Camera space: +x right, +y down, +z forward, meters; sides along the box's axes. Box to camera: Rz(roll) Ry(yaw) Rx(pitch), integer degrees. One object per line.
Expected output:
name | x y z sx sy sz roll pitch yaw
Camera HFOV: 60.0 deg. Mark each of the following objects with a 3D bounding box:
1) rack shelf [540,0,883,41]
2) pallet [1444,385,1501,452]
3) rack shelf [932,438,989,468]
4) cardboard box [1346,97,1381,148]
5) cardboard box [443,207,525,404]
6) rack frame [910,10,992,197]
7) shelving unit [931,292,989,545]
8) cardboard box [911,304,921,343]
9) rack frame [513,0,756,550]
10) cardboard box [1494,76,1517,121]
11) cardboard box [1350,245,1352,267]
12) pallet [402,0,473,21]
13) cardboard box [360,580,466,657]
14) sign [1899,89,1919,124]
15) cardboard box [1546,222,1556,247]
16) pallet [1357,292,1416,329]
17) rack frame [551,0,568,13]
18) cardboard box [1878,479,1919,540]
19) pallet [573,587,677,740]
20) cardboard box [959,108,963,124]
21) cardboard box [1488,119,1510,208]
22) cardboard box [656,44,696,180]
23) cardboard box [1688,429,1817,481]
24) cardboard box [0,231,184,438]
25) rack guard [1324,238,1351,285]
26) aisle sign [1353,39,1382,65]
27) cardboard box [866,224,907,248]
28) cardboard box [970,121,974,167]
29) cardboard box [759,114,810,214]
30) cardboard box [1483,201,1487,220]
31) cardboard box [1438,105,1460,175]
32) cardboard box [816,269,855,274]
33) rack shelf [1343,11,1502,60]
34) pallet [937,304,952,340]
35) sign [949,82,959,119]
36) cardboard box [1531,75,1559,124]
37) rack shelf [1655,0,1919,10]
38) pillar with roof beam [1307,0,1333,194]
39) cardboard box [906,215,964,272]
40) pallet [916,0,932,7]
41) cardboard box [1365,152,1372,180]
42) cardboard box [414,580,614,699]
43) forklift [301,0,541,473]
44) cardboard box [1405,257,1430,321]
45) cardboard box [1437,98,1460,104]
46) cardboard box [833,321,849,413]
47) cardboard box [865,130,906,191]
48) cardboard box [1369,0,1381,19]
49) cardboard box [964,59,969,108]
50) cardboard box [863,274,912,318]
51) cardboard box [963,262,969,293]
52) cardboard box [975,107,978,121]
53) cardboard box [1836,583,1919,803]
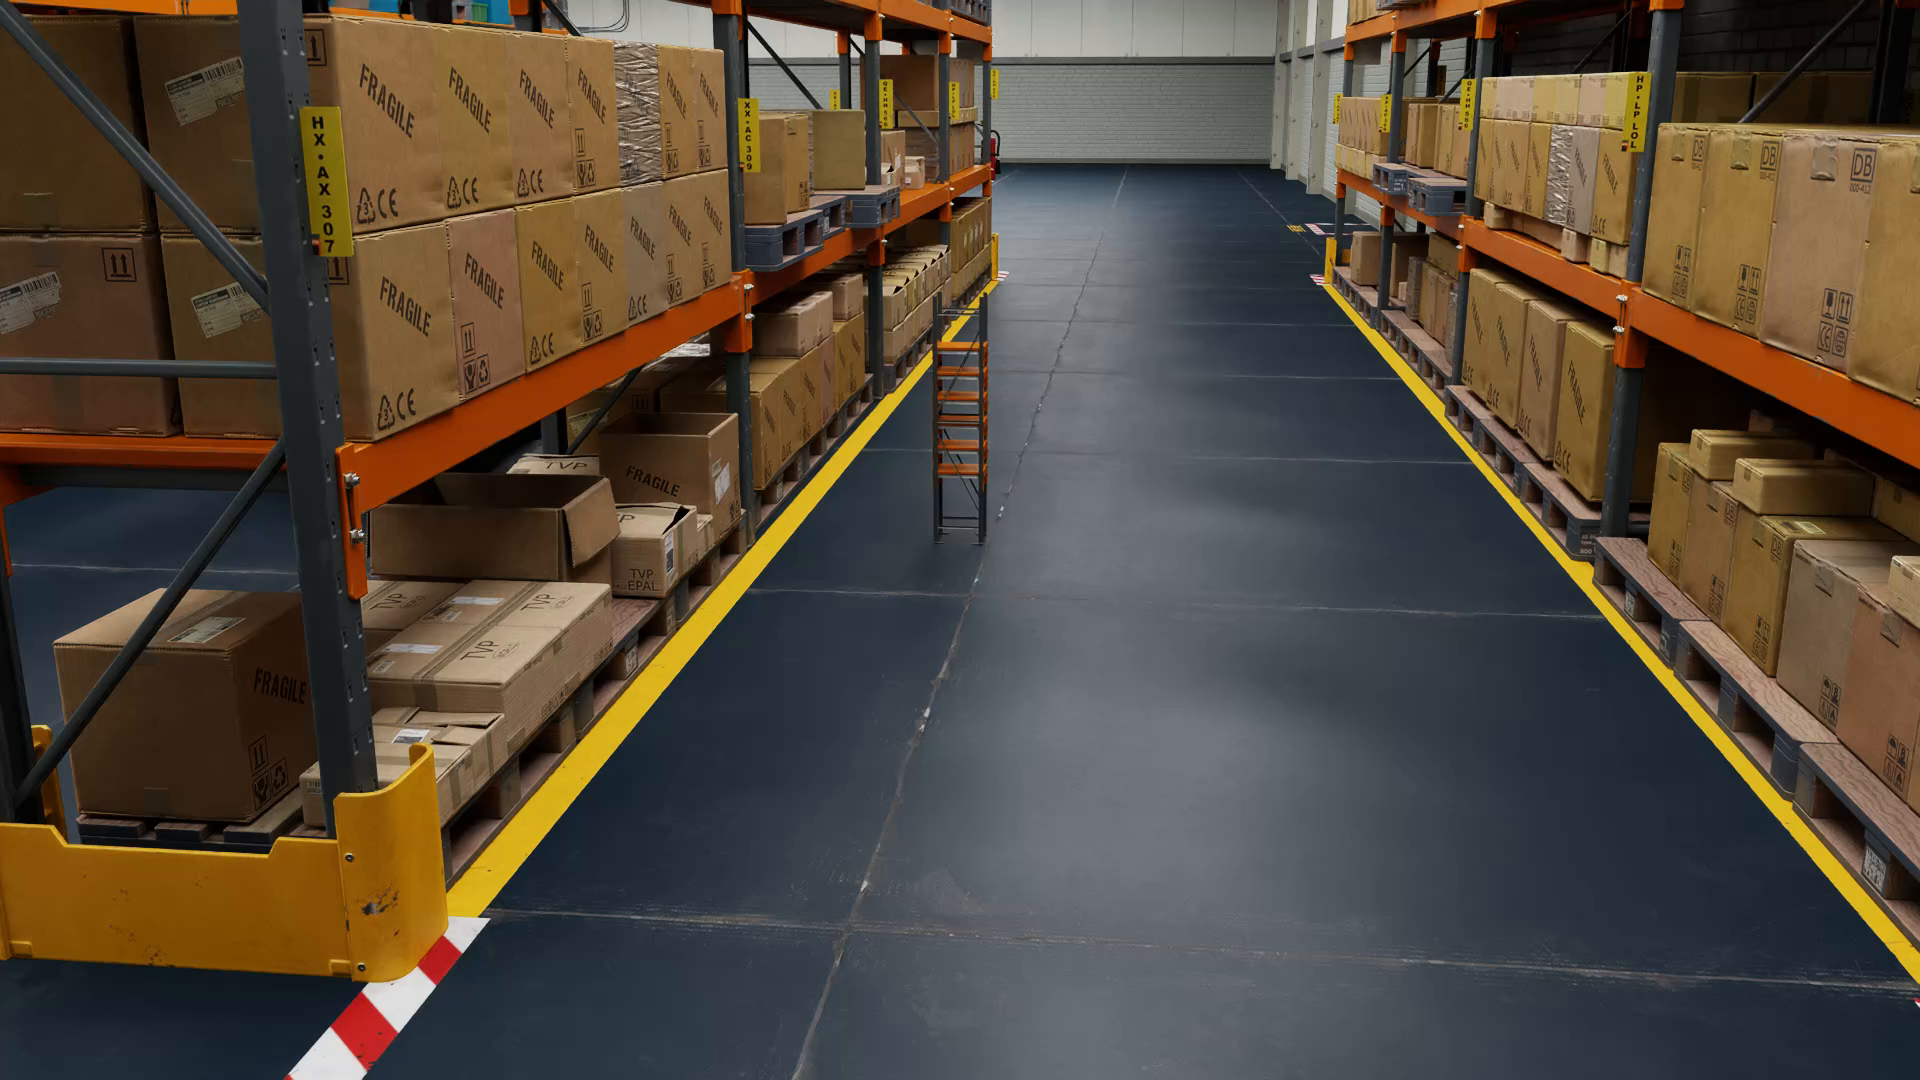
rack shelf | -1.274 -3.050 9.327 1.077 0.370 4.000 2 15 6
pallet | 3.710 -0.775 10.623 1.003 0.211 1.213 2 15 6
rack shelf | 0.002 -0.424 8.062 0.258 0.103 0.180 2 15 6
cardboard box | 4.294 -4.321 17.206 0.500 0.500 0.500 1 15 4
cardboard box | -1.586 -0.683 4.749 0.500 0.500 0.500 2 15 6
rack frame | -0.146 -4.543 19.216 1.000 3.000 0.127 2 15 6
shelving unit | 0.002 -0.583 8.019 0.258 1.200 0.189 2 15 6
cardboard box | -0.589 -1.736 13.299 0.500 0.250 0.500 1 15 5
rack frame | -1.500 -1.431 7.706 1.000 3.000 0.127 2 15 6
cardboard box | 3.507 -2.637 9.931 0.500 0.250 0.500 1 15 5
cardboard box | 4.609 -3.136 18.320 0.500 0.311 0.500 0 15 0
pallet | -5.534 -5.199 16.258 1.213 0.211 1.003 2 15 6
cardboard box | -1.997 0.328 5.627 0.500 0.250 0.500 2 15 6
sign | 3.974 -1.726 6.988 0.100 0.325 0.005 2 15 6
cardboard box | 3.408 -1.667 9.023 0.380 0.149 0.250 2 15 8
pallet | 4.366 -2.190 15.855 1.003 0.211 1.213 2 15 6
rack frame | -5.067 -7.586 18.976 1.000 3.000 0.127 2 15 6
cardboard box | 3.306 -0.098 5.520 0.380 0.149 0.250 1 15 5
pallet | -1.713 0.411 6.238 1.003 0.211 1.213 2 15 6
cardboard box | -0.172 -4.397 17.243 0.380 0.149 0.250 1 15 5
cardboard box | 3.497 -2.271 10.013 0.500 0.500 0.500 2 15 8
cardboard box | -1.355 -1.690 6.558 0.500 0.500 0.500 1 15 5
cardboard box | 3.017 -0.320 6.342 0.380 0.149 0.250 2 15 8
cardboard box | -2.171 -0.566 4.316 0.500 0.500 0.500 2 15 8
rack guard | 4.768 -3.172 18.933 1.175 0.500 0.348 2 15 6
aisle sign | 4.487 -5.680 18.442 0.394 0.787 0.004 2 15 6
cardboard box | -0.694 -2.999 16.533 0.500 0.500 0.500 2 15 6
cardboard box | -0.211 -4.470 18.757 0.700 0.500 0.500 2 15 6
cardboard box | -1.209 -1.978 8.735 0.700 0.500 0.500 4 16 15
cardboard box | 3.607 -2.133 10.746 0.380 0.149 0.250 1 15 5
cardboard box | 4.036 -3.030 12.586 0.700 0.500 0.500 2 15 6
cardboard box | -1.122 -2.023 13.286 0.500 0.311 0.500 2 15 6
rack shelf | 4.551 -4.980 16.464 1.077 0.370 4.000 2 15 6
pallet | -0.641 -1.967 15.032 1.003 0.211 1.213 2 15 6
sign | -0.057 -4.013 15.189 0.100 0.325 0.005 2 15 6
cardboard box | 3.403 -2.375 8.961 0.500 0.250 0.500 1 15 5
rack shelf | 3.197 -1.868 4.954 1.077 0.370 4.000 2 15 6
pillar with roof beam | 3.311 -11.882 34.865 9.100 9.000 0.400 2 15 6
cardboard box | -0.234 -2.854 15.996 0.500 0.500 0.500 2 15 6
pallet | -0.684 -4.632 14.165 0.805 0.209 1.217 1 15 4
cardboard box | 4.142 -3.559 15.825 0.500 0.250 0.500 2 15 7
cardboard box | -1.495 0.330 5.621 0.500 0.250 0.500 2 15 6
forklift | -3.247 -2.011 9.985 1.130 2.935 3.031 1 15 3
cardboard box | 4.259 -2.175 14.404 0.700 0.500 0.500 2 15 8
cardboard box | 4.586 -3.776 15.191 0.500 0.500 0.500 1 15 5
cardboard box | -0.979 -1.090 10.393 0.500 0.500 0.500 1 15 4
cardboard box | -0.759 -3.218 14.126 0.500 0.500 0.500 3 15 10
cardboard box | 4.231 -5.280 15.967 0.500 0.500 0.500 1 15 4
cardboard box | -0.271 -4.946 18.032 0.700 0.500 0.500 1 15 5
cardboard box | -0.646 -1.878 12.749 0.500 0.311 0.500 1 15 5
cardboard box | -0.182 -2.622 16.574 0.500 0.250 0.500 2 15 6
cardboard box | 0.001 -4.800 18.731 0.380 0.149 0.250 1 15 5
cardboard box | 3.007 0.441 4.767 0.700 0.500 0.500 2 15 6
